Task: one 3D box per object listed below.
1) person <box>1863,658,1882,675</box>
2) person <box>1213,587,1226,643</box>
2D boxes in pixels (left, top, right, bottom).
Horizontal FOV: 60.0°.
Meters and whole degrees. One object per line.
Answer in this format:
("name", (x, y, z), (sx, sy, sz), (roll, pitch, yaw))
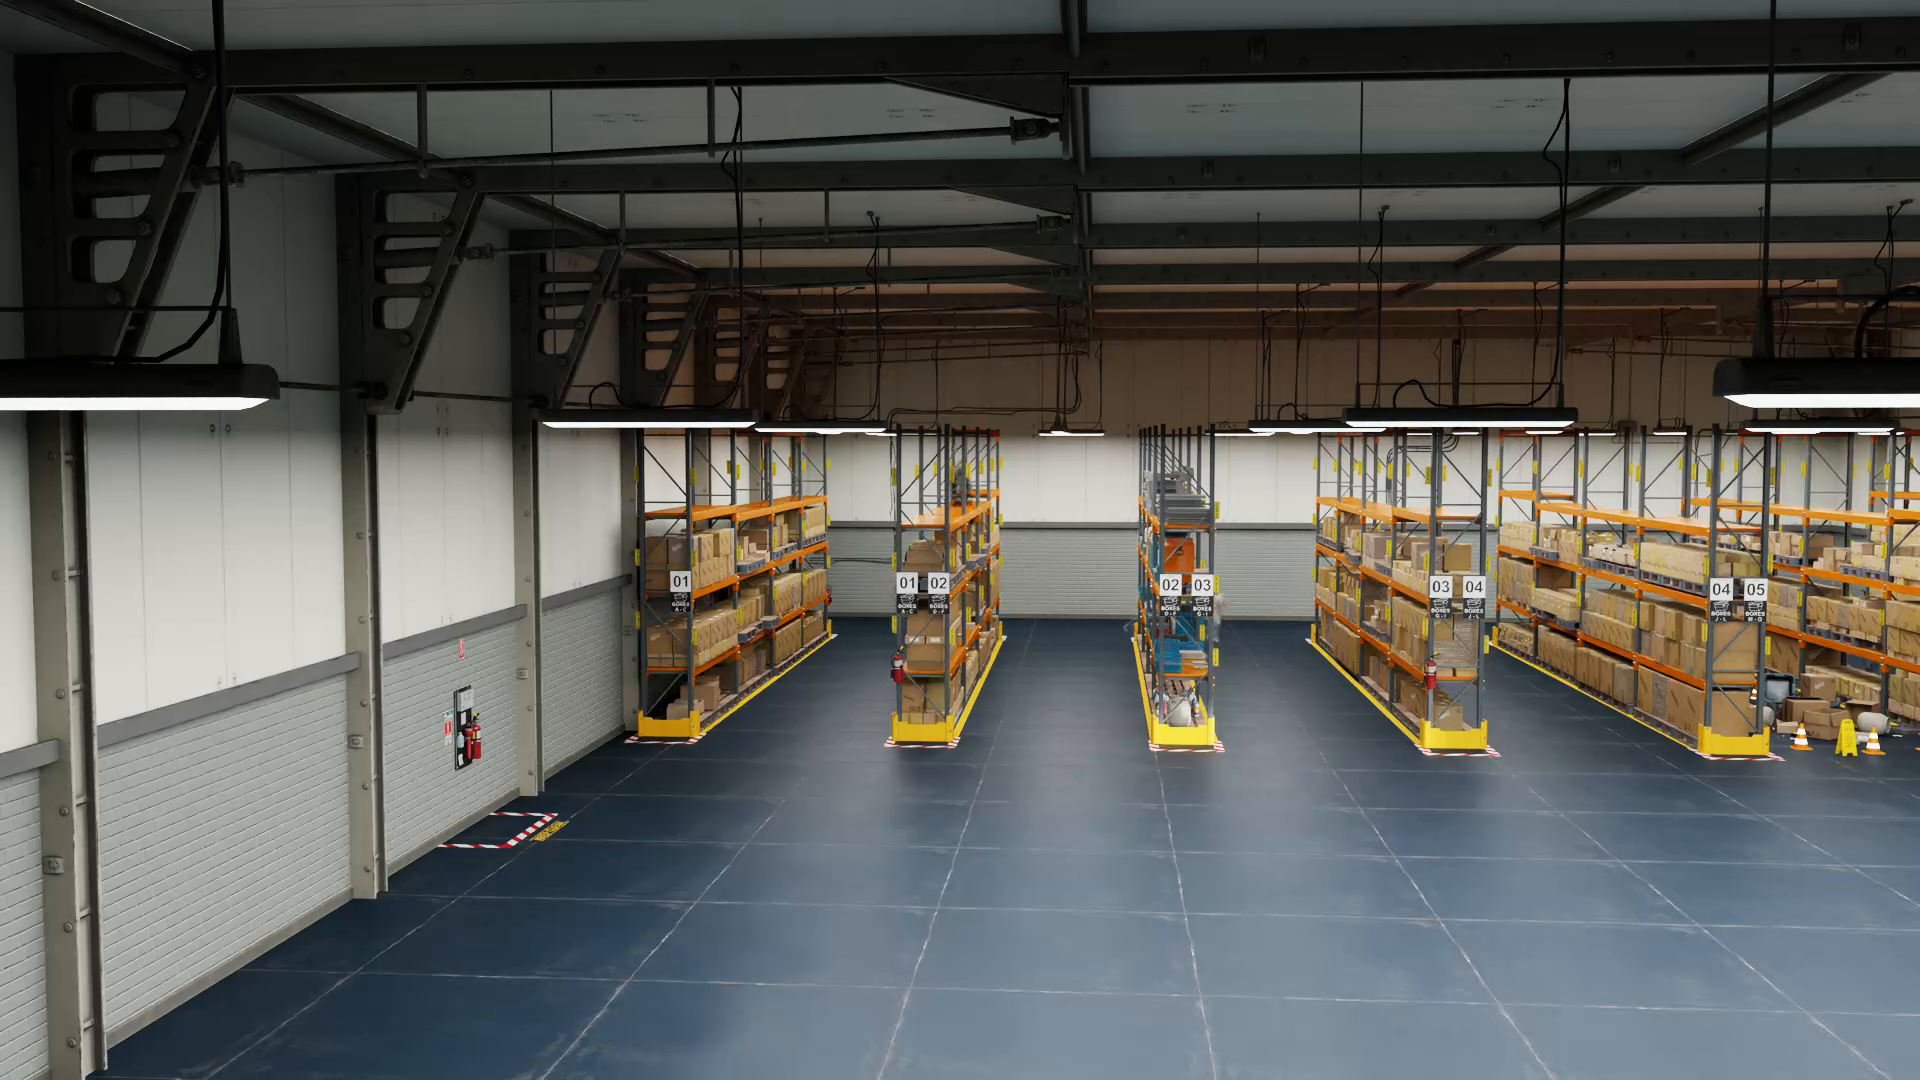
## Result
("person", (22.062, 2.429, 40.034), (0.689, 1.776, 0.953), (0, 3, 0))
("person", (7.179, 2.062, 46.723), (0.563, 1.689, 0.747), (-1, 4, -23))
